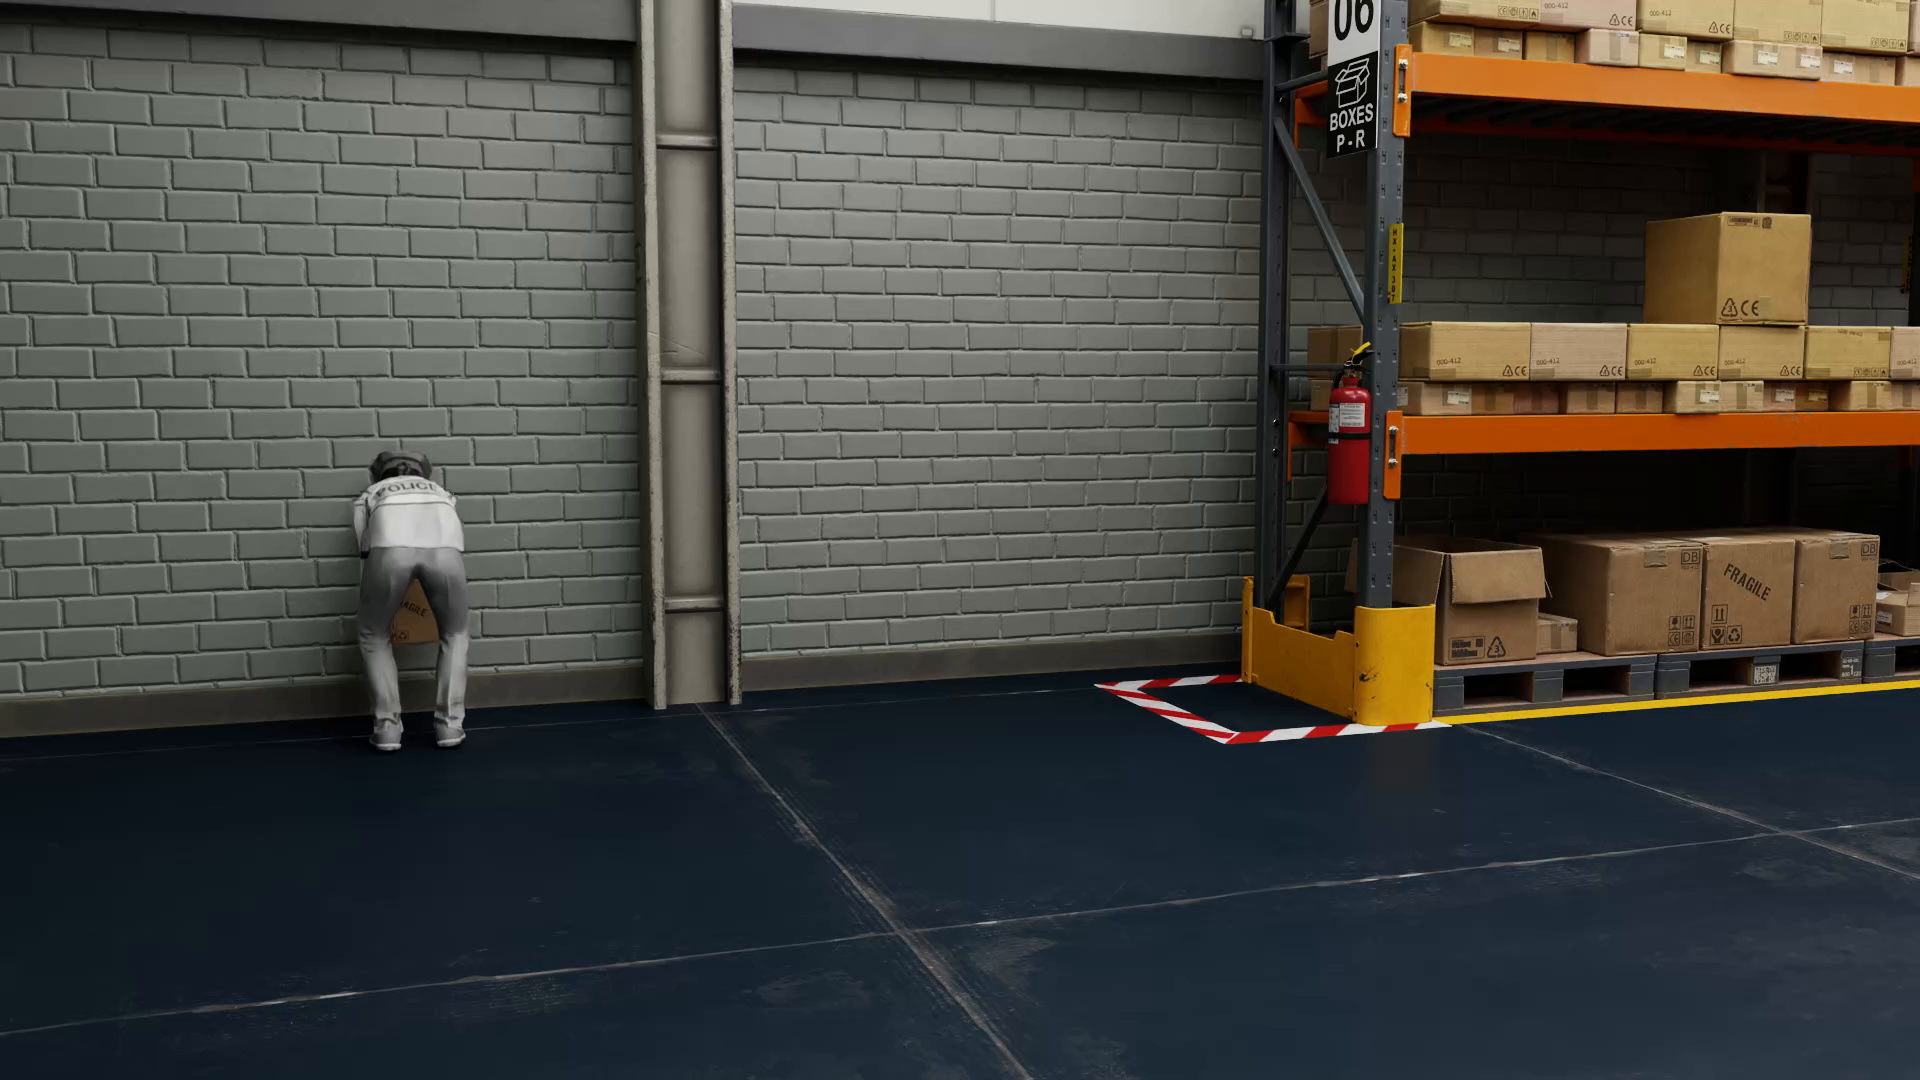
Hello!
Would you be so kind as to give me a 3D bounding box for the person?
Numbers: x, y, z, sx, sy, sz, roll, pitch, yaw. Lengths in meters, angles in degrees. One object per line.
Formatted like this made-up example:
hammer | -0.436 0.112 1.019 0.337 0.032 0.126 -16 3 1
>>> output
person | -2.242 0.227 6.800 0.436 1.168 0.912 -2 6 -21
